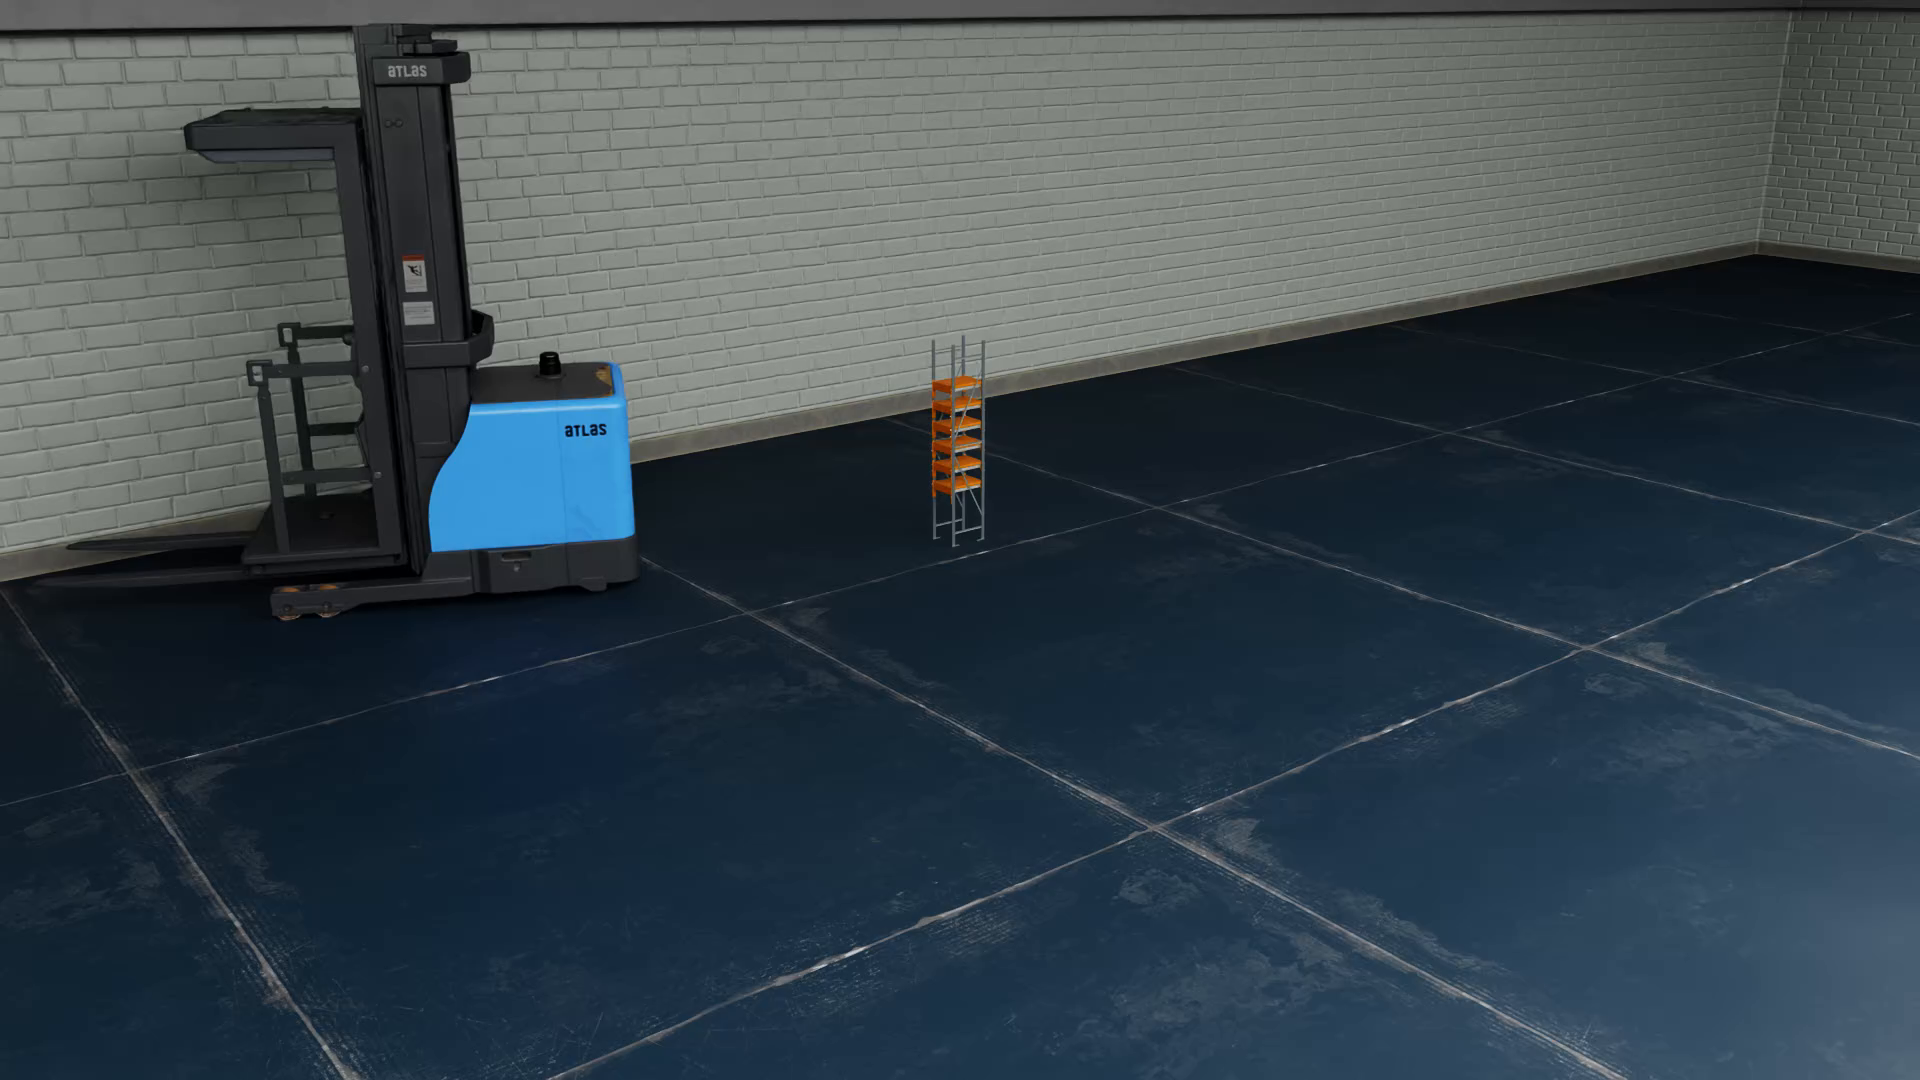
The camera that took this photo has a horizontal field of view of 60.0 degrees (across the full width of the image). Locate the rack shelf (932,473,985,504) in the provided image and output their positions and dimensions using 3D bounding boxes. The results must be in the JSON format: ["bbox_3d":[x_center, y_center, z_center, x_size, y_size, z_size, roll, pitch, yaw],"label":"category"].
[{"bbox_3d":[-0.009,-0.303,9.774,0.258,0.103,0.180,-14,23,-36],"label":"rack shelf"}]

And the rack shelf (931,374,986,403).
[{"bbox_3d":[-0.009,-0.873,9.585,0.258,0.103,0.180,-14,23,-36],"label":"rack shelf"}]

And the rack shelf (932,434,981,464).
[{"bbox_3d":[-0.009,-0.531,9.699,0.258,0.103,0.180,-14,23,-36],"label":"rack shelf"}]

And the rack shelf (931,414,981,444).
[{"bbox_3d":[-0.009,-0.645,9.661,0.258,0.103,0.180,-14,23,-36],"label":"rack shelf"}]

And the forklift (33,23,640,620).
[{"bbox_3d":[-3.315,-1.158,8.696,3.031,2.935,1.130,-4,19,-12],"label":"forklift"}]

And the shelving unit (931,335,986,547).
[{"bbox_3d":[-0.009,-0.573,9.685,0.258,1.200,0.189,-14,23,-36],"label":"shelving unit"}]

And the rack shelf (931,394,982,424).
[{"bbox_3d":[-0.009,-0.759,9.623,0.258,0.103,0.180,-14,23,-36],"label":"rack shelf"}]

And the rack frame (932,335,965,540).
[{"bbox_3d":[-0.066,-0.596,9.753,0.240,1.200,0.006,-14,23,-36],"label":"rack frame"}]

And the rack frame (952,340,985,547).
[{"bbox_3d":[0.048,-0.551,9.617,0.240,1.200,0.006,-14,23,-36],"label":"rack frame"}]

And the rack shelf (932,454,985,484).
[{"bbox_3d":[-0.009,-0.417,9.736,0.258,0.103,0.180,-14,23,-36],"label":"rack shelf"}]
